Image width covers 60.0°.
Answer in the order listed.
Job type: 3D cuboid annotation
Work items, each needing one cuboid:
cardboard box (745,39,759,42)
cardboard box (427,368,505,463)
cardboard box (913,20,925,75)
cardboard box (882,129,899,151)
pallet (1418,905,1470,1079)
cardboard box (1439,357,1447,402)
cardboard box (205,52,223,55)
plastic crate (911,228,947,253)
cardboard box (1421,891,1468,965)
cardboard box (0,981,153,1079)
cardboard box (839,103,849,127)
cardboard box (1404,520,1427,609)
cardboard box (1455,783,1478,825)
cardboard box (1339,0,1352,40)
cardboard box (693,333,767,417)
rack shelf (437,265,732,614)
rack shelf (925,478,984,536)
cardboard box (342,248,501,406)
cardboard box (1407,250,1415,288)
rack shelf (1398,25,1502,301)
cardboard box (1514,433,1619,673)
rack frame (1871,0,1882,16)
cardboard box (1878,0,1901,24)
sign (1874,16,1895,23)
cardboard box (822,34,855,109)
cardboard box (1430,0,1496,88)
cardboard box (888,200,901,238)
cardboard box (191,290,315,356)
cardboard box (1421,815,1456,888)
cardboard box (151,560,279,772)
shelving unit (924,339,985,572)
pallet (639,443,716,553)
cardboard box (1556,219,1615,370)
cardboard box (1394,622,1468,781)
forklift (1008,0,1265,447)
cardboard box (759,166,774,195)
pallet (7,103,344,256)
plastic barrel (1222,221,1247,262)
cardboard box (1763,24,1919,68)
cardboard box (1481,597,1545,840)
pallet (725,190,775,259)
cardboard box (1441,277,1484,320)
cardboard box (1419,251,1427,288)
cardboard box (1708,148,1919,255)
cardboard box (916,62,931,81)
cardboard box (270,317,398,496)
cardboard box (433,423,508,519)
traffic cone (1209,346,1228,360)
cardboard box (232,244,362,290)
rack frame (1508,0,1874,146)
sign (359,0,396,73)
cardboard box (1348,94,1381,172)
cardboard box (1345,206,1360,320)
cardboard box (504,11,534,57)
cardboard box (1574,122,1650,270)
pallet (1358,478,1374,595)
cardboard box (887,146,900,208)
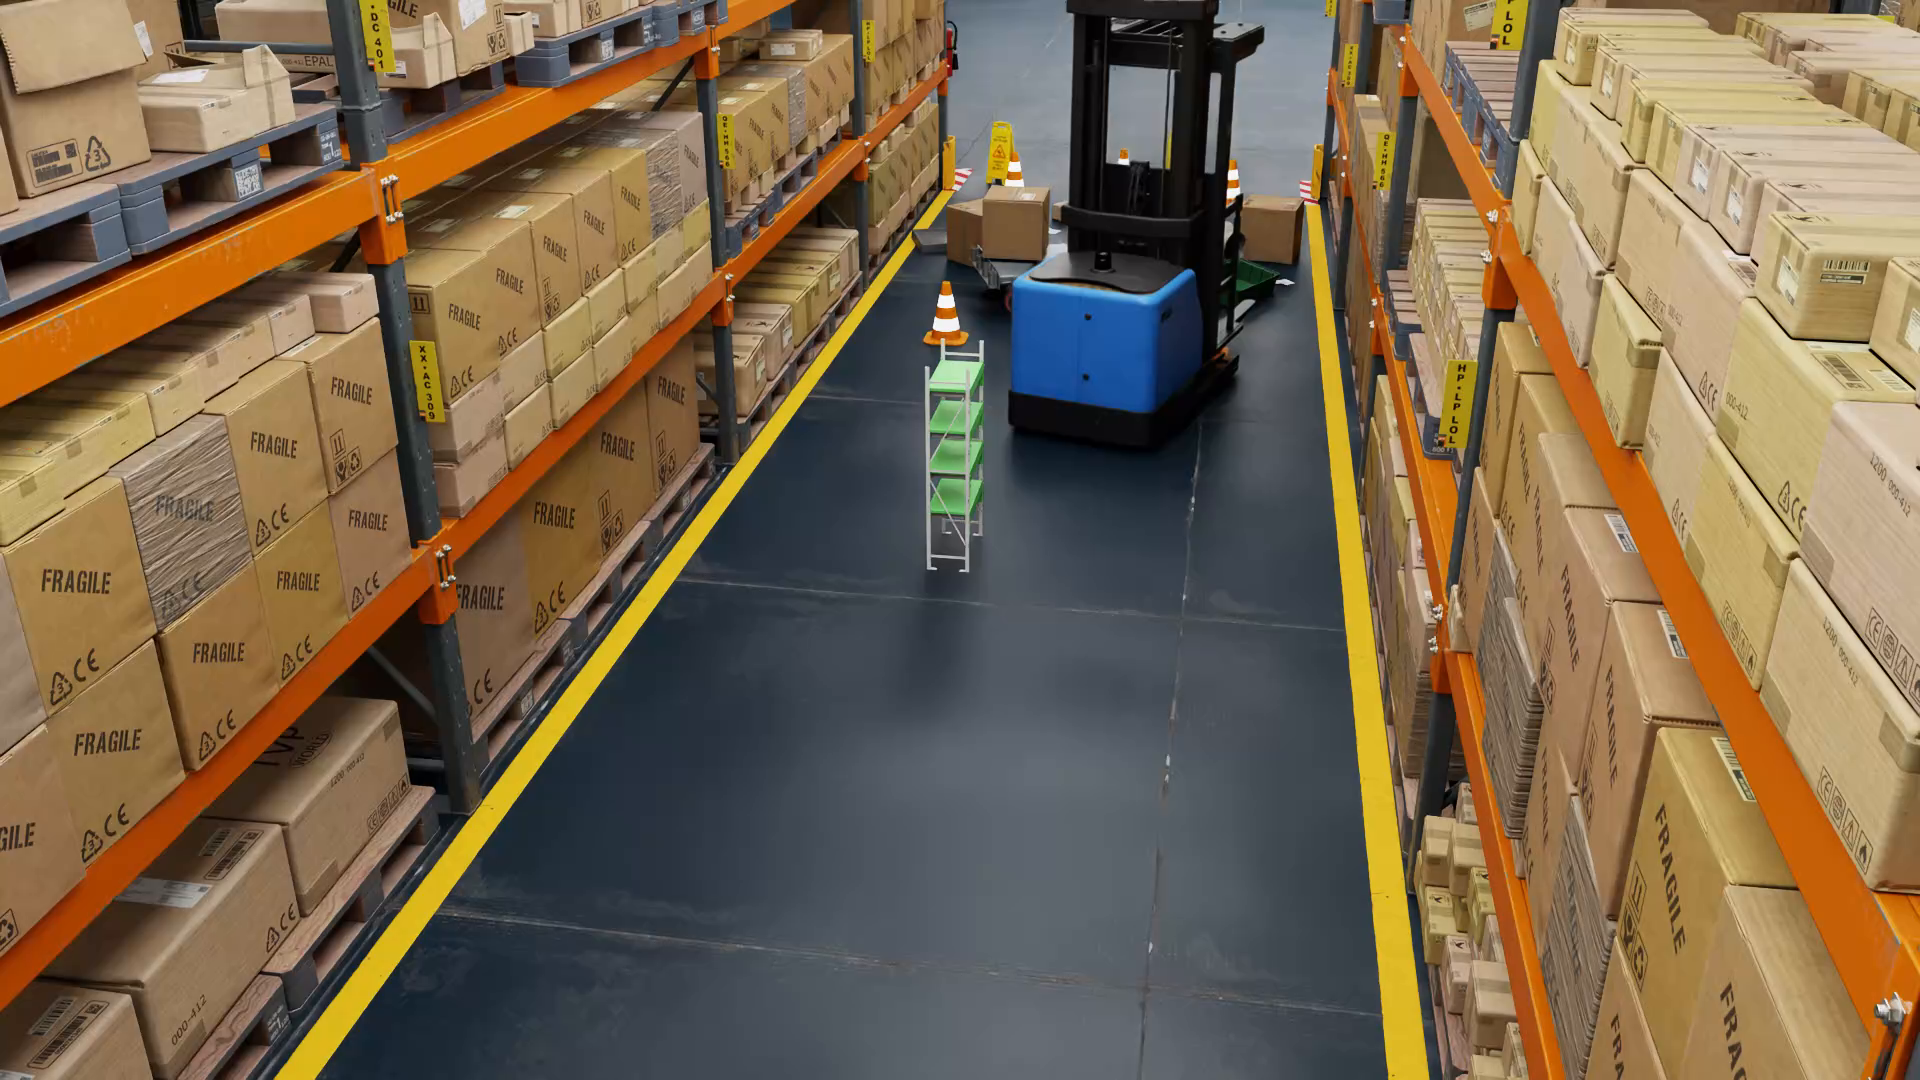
[{"bbox_3d":[-1.649,-3.757,13.275,0.500,0.500,0.500,5,25,10],"label":"cardboard box"},{"bbox_3d":[-2.246,-0.541,6.954,0.500,0.250,0.500,3,25,7],"label":"cardboard box"},{"bbox_3d":[-0.624,-4.752,15.895,0.500,0.500,0.500,4,25,8],"label":"cardboard box"},{"bbox_3d":[-0.764,-3.633,15.072,0.380,0.149,0.250,5,26,11],"label":"cardboard box"},{"bbox_3d":[2.229,1.629,6.020,1.003,0.211,1.213,4,25,9],"label":"pallet"},{"bbox_3d":[2.383,-0.718,7.547,0.380,0.149,0.250,5,26,11],"label":"cardboard box"},{"bbox_3d":[-6.048,-3.977,13.826,0.380,0.149,0.250,4,25,8],"label":"cardboard box"},{"bbox_3d":[-0.223,-2.841,15.725,0.402,0.080,0.583,-5,25,-10],"label":"plastic crate"},{"bbox_3d":[1.884,1.425,6.034,0.380,0.149,0.250,5,26,10],"label":"cardboard box"},{"bbox_3d":[-3.100,1.759,4.980,0.875,0.438,0.875,5,25,10],"label":"cardboard box"},{"bbox_3d":[-1.101,-3.406,13.288,0.380,0.149,0.250,4,25,9],"label":"cardboard box"},{"bbox_3d":[2.273,0.142,7.476,0.500,0.250,0.500,5,26,11],"label":"cardboard box"},{"bbox_3d":[2.043,1.044,6.146,0.380,0.149,0.250,5,26,11],"label":"cardboard box"},{"bbox_3d":[3.941,-4.879,15.184,0.875,0.550,0.550,4,25,9],"label":"cardboard box"},{"bbox_3d":[-1.840,-1.126,11.222,0.950,0.372,0.625,2,25,5],"label":"cardboard box"},{"bbox_3d":[-2.270,-0.728,8.616,1.077,0.370,4.000,4,25,9],"label":"rack shelf"},{"bbox_3d":[-0.027,-0.199,9.477,0.258,0.148,0.480,4,25,9],"label":"rack shelf"},{"bbox_3d":[-2.241,-0.880,6.794,0.500,0.500,0.500,4,25,9],"label":"cardboard box"},{"bbox_3d":[2.685,-1.493,9.202,0.380,0.149,0.250,4,25,8],"label":"cardboard box"},{"bbox_3d":[2.630,-1.786,7.338,1.077,0.370,4.000,4,25,9],"label":"rack shelf"},{"bbox_3d":[1.807,0.049,4.460,0.500,0.500,0.500,4,25,9],"label":"cardboard box"},{"bbox_3d":[9.142,-4.550,15.932,1.000,3.000,0.127,4,25,9],"label":"rack frame"},{"bbox_3d":[8.783,-4.971,15.185,0.500,0.500,0.500,4,25,9],"label":"cardboard box"},{"bbox_3d":[2.840,-1.475,5.215,0.100,0.325,0.005,4,25,9],"label":"sign"},{"bbox_3d":[-1.138,-3.725,13.205,0.500,0.500,0.500,4,25,8],"label":"cardboard box"},{"bbox_3d":[2.450,-2.354,7.585,0.500,0.500,0.500,4,25,9],"label":"cardboard box"},{"bbox_3d":[-0.850,-2.960,15.284,0.500,0.250,0.500,5,26,11],"label":"cardboard box"},{"bbox_3d":[-2.483,-0.756,5.764,0.380,0.149,0.250,5,25,10],"label":"cardboard box"},{"bbox_3d":[1.929,1.179,6.210,0.380,0.149,0.250,5,26,11],"label":"cardboard box"},{"bbox_3d":[-2.566,0.376,5.291,0.500,0.500,0.500,4,25,8],"label":"cardboard box"},{"bbox_3d":[-0.027,-0.474,9.348,0.258,1.200,0.503,4,25,9],"label":"shelving unit"},{"bbox_3d":[-2.146,-0.303,10.148,1.003,0.211,1.213,4,25,9],"label":"pallet"},{"bbox_3d":[1.790,-0.606,4.144,0.500,0.250,0.500,5,26,11],"label":"cardboard box"},{"bbox_3d":[2.176,0.698,7.174,0.500,0.500,0.500,4,25,8],"label":"cardboard box"},{"bbox_3d":[1.416,-2.527,11.691,1.130,2.935,3.031,11,27,23],"label":"forklift"},{"bbox_3d":[-1.471,-2.431,11.206,0.380,0.149,0.250,4,25,9],"label":"cardboard box"},{"bbox_3d":[-2.740,-1.194,5.330,1.003,0.211,1.213,4,25,9],"label":"pallet"},{"bbox_3d":[2.283,-2.677,14.969,0.421,0.421,0.512,-20,32,-36],"label":"plastic barrel"},{"bbox_3d":[2.489,-1.353,4.682,0.380,0.149,0.250,5,25,10],"label":"cardboard box"},{"bbox_3d":[1.782,0.508,4.657,0.500,0.500,0.500,3,25,7],"label":"cardboard box"},{"bbox_3d":[-1.931,-2.109,10.944,1.213,0.211,1.003,4,25,9],"label":"pallet"},{"bbox_3d":[2.433,-1.102,7.665,0.380,0.149,0.250,4,25,8],"label":"cardboard box"},{"bbox_3d":[2.598,-1.387,8.626,0.380,0.149,0.250,3,25,7],"label":"cardboard box"},{"bbox_3d":[1.655,-0.634,3.146,0.380,0.149,0.250,5,25,10],"label":"cardboard box"},{"bbox_3d":[-0.493,-4.622,16.383,0.380,0.149,0.250,4,25,9],"label":"cardboard box"},{"bbox_3d":[-2.401,-0.499,5.981,0.500,0.500,0.500,4,25,8],"label":"cardboard box"},{"bbox_3d":[-2.264,-0.315,7.062,0.500,0.250,0.500,3,25,7],"label":"cardboard box"},{"bbox_3d":[1.902,-1.658,12.745,0.336,0.463,0.334,4,25,9],"label":"traffic cone"},{"bbox_3d":[-2.771,-0.920,6.880,0.500,0.500,0.500,5,26,10],"label":"cardboard box"},{"bbox_3d":[2.304,-2.634,4.762,1.000,3.000,0.127,4,25,9],"label":"rack frame"},{"bbox_3d":[-2.049,-1.808,5.833,0.100,0.325,0.005,4,25,9],"label":"sign"},{"bbox_3d":[3.260,-3.107,12.731,0.500,0.500,0.500,4,25,9],"label":"cardboard box"},{"bbox_3d":[3.598,-2.168,13.002,1.050,0.750,0.750,4,25,8],"label":"cardboard box"},{"bbox_3d":[-2.044,-2.165,7.080,0.380,0.166,0.250,2,25,5],"label":"cardboard box"},{"bbox_3d":[1.806,-0.832,4.038,0.500,0.250,0.500,4,25,9],"label":"cardboard box"},{"bbox_3d":[2.828,0.000,9.501,1.003,0.211,1.213,4,25,9],"label":"pallet"},{"bbox_3d":[-0.850,-3.301,15.127,0.500,0.500,0.500,5,26,11],"label":"cardboard box"}]
